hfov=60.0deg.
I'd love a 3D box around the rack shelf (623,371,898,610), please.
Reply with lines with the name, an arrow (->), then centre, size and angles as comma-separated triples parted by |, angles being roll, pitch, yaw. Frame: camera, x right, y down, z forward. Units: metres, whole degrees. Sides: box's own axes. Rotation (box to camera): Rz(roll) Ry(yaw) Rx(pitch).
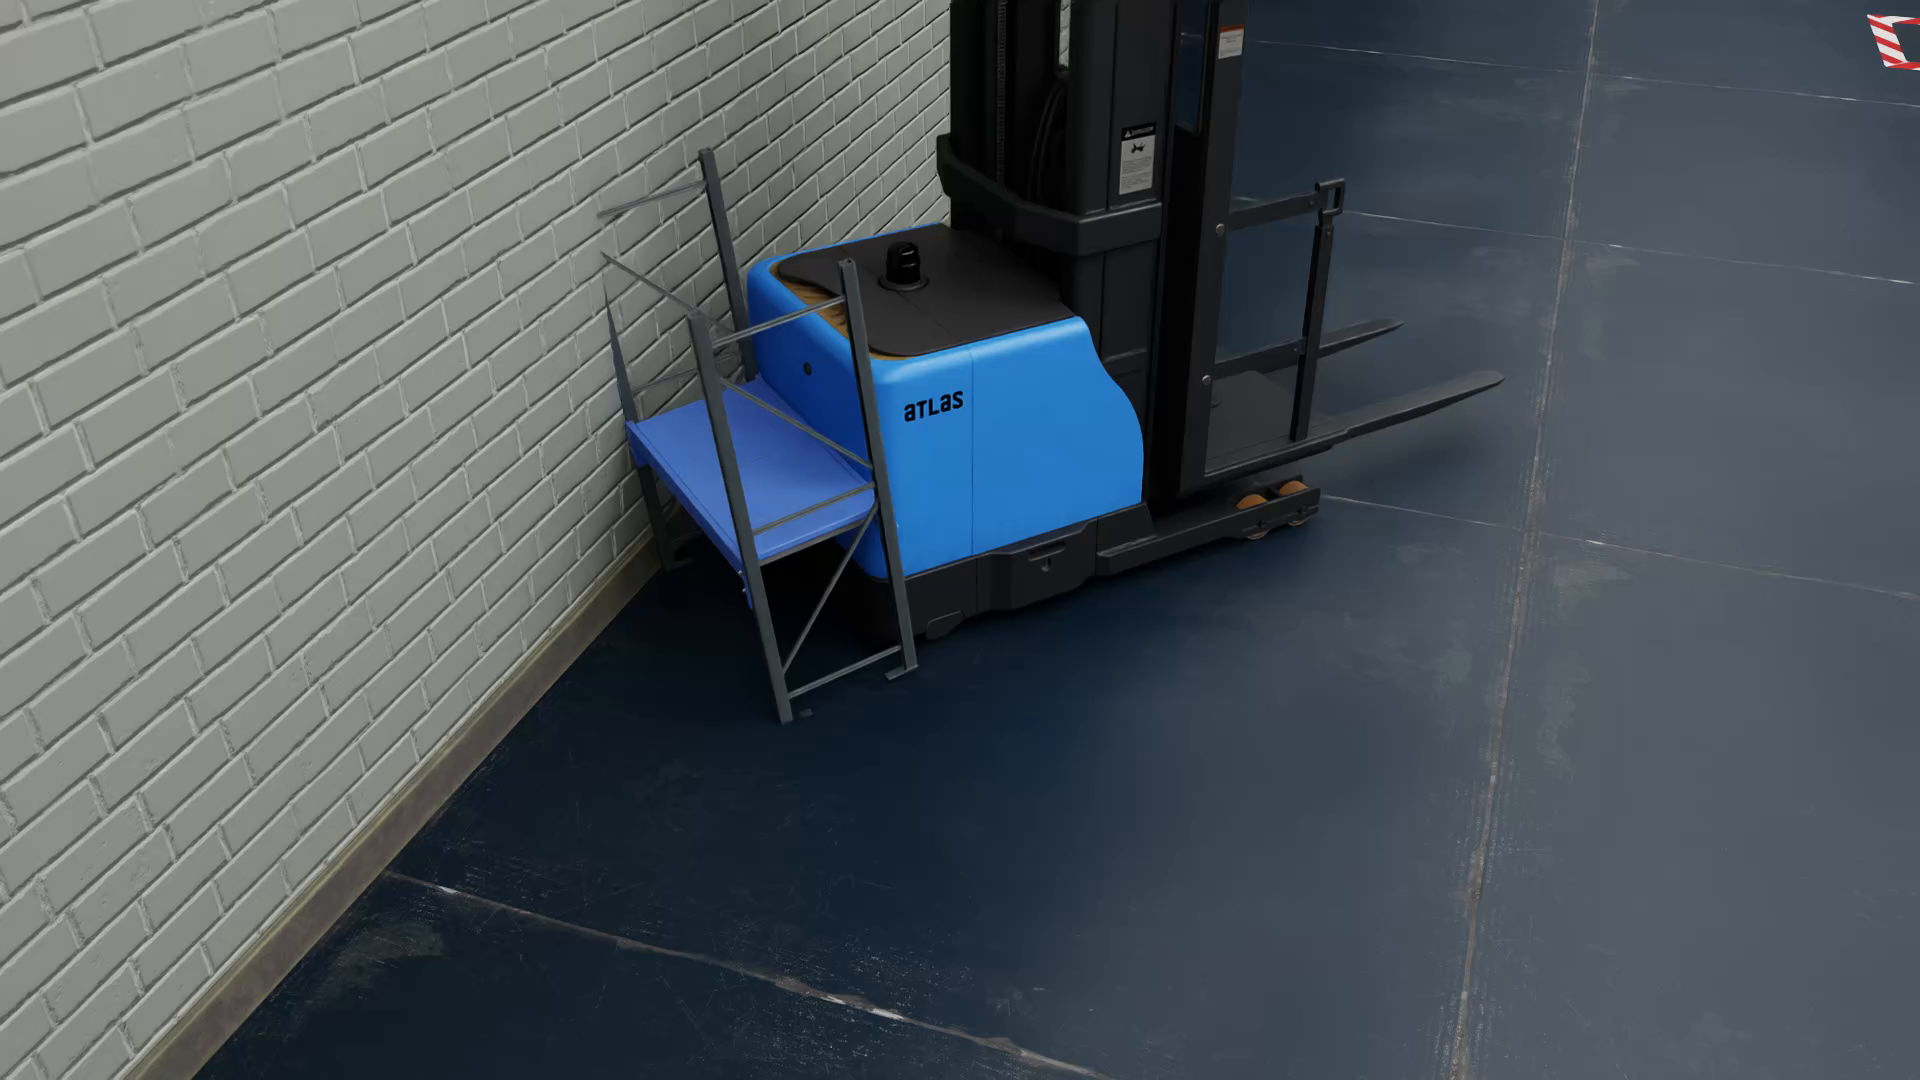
rack shelf -> -0.672, -0.190, 5.470 | 0.538, 0.185, 1.000 | -23, 39, -20

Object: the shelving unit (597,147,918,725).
shelving unit -> -0.690, -0.334, 5.363 | 0.538, 1.500, 1.048 | -23, 39, -20

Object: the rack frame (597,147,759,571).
rack frame -> -0.942, -0.576, 5.732 | 0.500, 1.500, 0.032 | -23, 39, -20

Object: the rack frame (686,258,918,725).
rack frame -> -0.438, -0.091, 4.994 | 0.500, 1.500, 0.032 | -23, 39, -20

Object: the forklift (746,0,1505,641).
forklift -> 0.780, -1.465, 5.817 | 3.031, 2.935, 1.130 | -17, 37, -25
